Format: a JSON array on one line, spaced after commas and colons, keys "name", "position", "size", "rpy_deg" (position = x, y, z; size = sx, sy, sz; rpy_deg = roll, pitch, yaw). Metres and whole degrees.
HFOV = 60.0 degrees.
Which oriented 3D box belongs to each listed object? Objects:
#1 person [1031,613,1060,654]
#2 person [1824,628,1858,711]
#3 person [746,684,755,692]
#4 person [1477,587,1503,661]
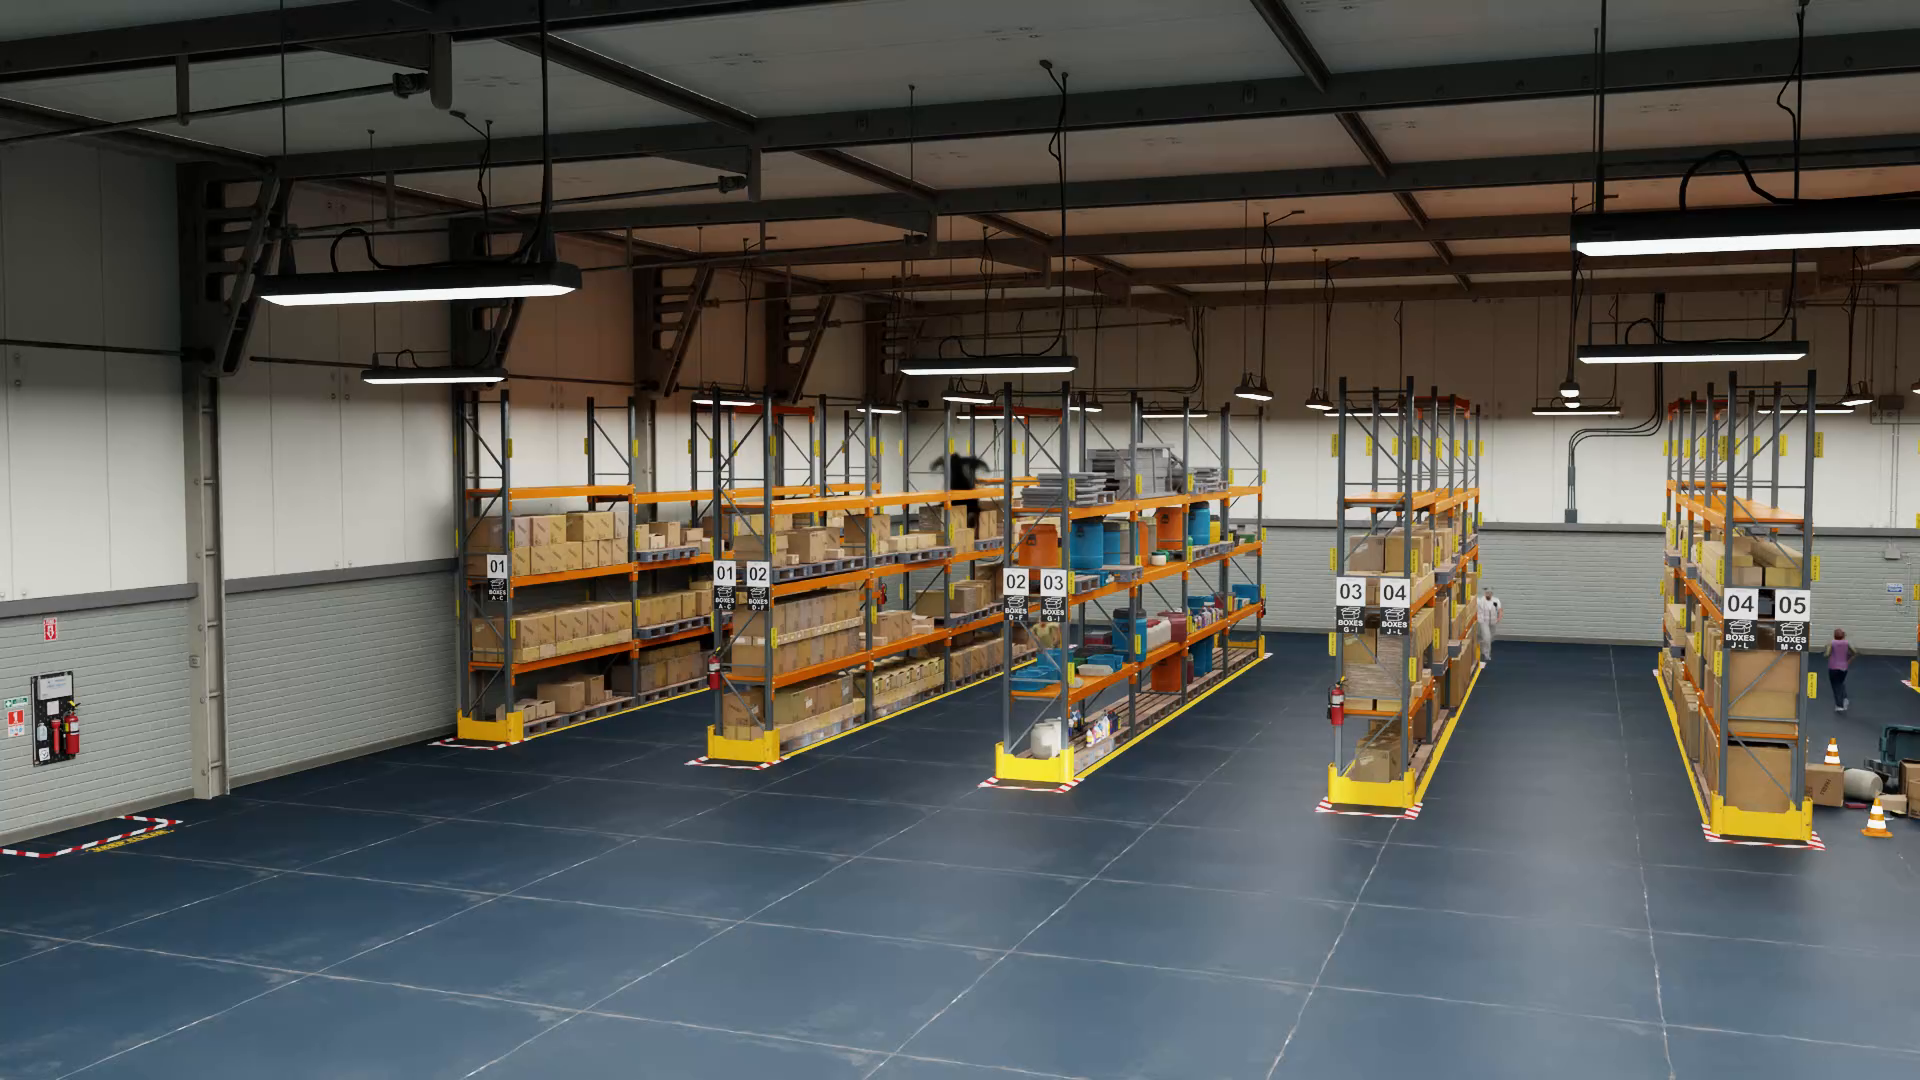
[{"name": "person", "position": [1.791, 2.305, 34.768], "size": [0.617, 1.628, 1.009], "rpy_deg": [1, 3, 9]}, {"name": "person", "position": [16.745, 2.459, 31.688], "size": [0.547, 1.564, 0.604], "rpy_deg": [1, 3, 9]}, {"name": "person", "position": [-3.822, 2.492, 31.149], "size": [0.561, 1.610, 0.558], "rpy_deg": [0, 3, 6]}, {"name": "person", "position": [12.504, 1.957, 39.416], "size": [0.669, 1.746, 0.817], "rpy_deg": [0, 3, -3]}]
